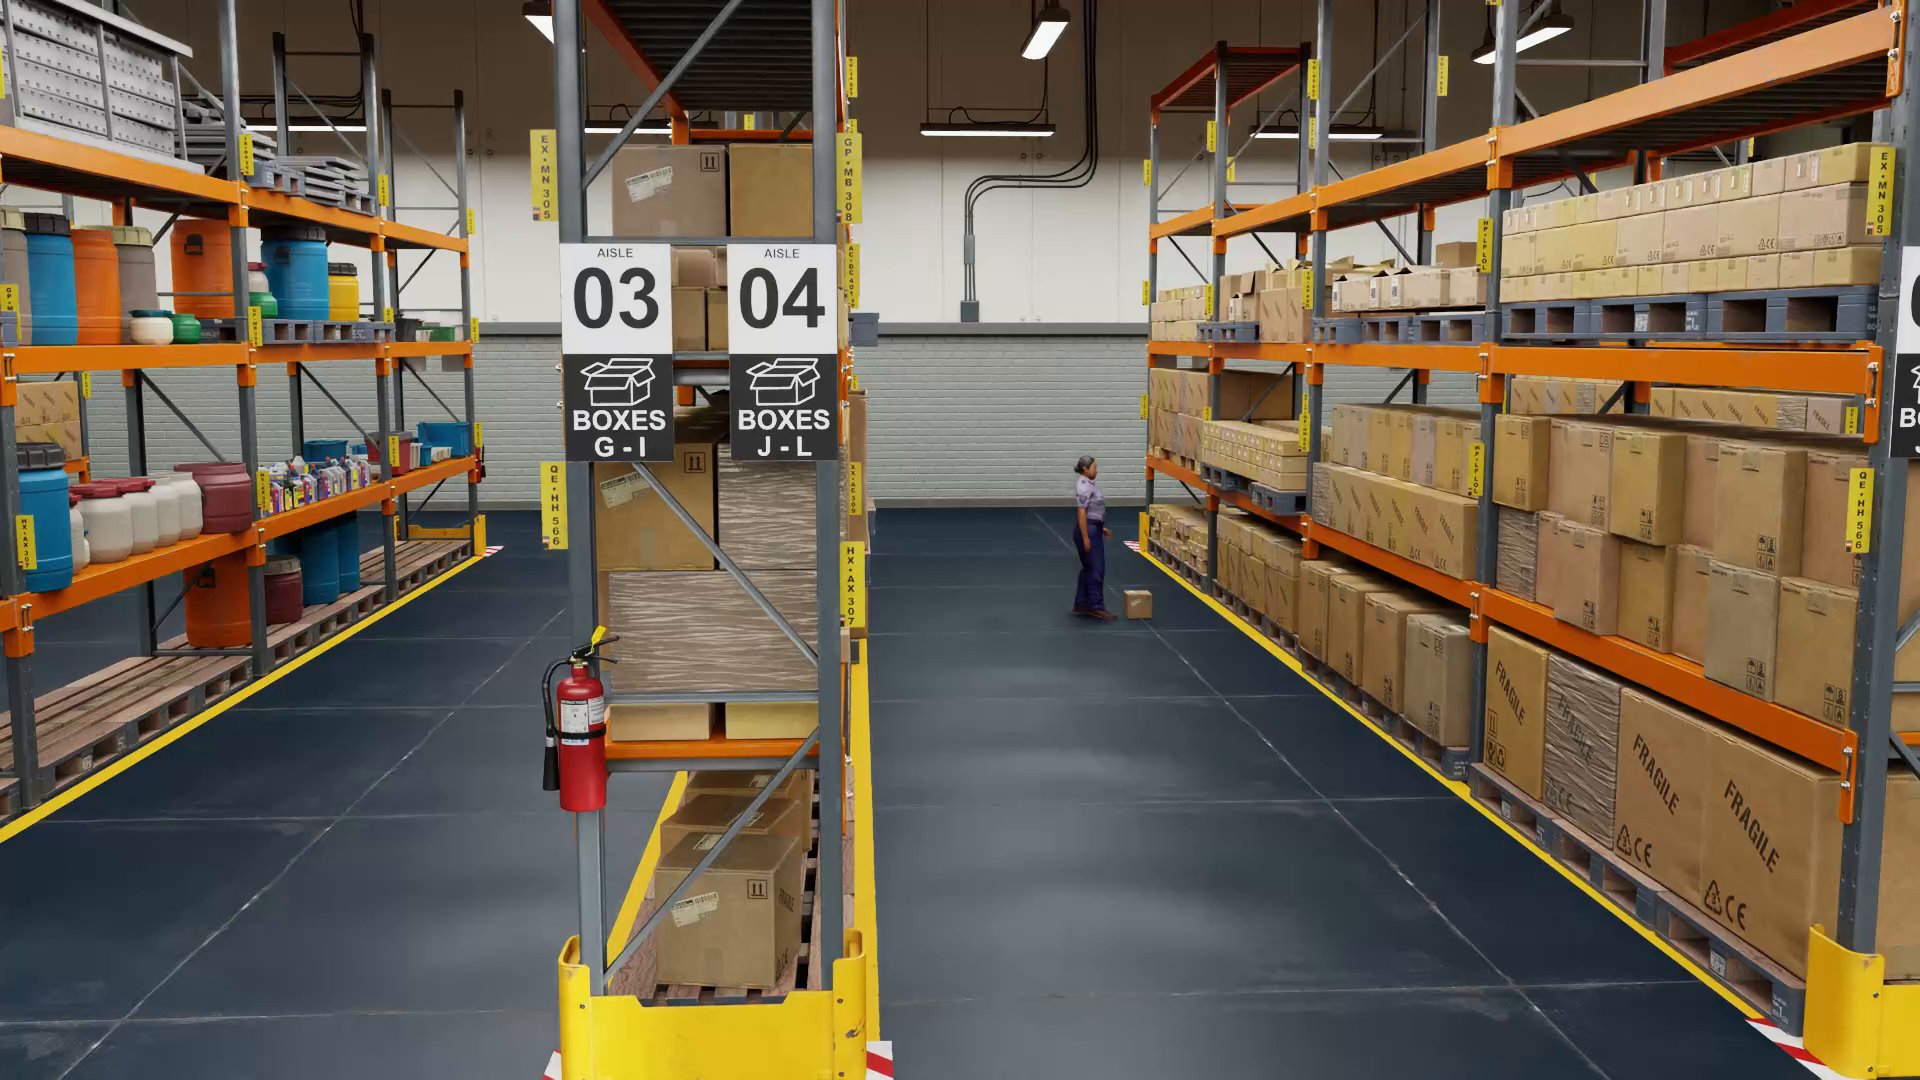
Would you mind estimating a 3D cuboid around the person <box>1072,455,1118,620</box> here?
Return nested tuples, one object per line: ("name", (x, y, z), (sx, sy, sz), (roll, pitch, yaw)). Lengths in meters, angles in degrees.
("person", (1.387, -0.036, 17.044), (0.472, 1.666, 0.517), (1, 7, 4))
